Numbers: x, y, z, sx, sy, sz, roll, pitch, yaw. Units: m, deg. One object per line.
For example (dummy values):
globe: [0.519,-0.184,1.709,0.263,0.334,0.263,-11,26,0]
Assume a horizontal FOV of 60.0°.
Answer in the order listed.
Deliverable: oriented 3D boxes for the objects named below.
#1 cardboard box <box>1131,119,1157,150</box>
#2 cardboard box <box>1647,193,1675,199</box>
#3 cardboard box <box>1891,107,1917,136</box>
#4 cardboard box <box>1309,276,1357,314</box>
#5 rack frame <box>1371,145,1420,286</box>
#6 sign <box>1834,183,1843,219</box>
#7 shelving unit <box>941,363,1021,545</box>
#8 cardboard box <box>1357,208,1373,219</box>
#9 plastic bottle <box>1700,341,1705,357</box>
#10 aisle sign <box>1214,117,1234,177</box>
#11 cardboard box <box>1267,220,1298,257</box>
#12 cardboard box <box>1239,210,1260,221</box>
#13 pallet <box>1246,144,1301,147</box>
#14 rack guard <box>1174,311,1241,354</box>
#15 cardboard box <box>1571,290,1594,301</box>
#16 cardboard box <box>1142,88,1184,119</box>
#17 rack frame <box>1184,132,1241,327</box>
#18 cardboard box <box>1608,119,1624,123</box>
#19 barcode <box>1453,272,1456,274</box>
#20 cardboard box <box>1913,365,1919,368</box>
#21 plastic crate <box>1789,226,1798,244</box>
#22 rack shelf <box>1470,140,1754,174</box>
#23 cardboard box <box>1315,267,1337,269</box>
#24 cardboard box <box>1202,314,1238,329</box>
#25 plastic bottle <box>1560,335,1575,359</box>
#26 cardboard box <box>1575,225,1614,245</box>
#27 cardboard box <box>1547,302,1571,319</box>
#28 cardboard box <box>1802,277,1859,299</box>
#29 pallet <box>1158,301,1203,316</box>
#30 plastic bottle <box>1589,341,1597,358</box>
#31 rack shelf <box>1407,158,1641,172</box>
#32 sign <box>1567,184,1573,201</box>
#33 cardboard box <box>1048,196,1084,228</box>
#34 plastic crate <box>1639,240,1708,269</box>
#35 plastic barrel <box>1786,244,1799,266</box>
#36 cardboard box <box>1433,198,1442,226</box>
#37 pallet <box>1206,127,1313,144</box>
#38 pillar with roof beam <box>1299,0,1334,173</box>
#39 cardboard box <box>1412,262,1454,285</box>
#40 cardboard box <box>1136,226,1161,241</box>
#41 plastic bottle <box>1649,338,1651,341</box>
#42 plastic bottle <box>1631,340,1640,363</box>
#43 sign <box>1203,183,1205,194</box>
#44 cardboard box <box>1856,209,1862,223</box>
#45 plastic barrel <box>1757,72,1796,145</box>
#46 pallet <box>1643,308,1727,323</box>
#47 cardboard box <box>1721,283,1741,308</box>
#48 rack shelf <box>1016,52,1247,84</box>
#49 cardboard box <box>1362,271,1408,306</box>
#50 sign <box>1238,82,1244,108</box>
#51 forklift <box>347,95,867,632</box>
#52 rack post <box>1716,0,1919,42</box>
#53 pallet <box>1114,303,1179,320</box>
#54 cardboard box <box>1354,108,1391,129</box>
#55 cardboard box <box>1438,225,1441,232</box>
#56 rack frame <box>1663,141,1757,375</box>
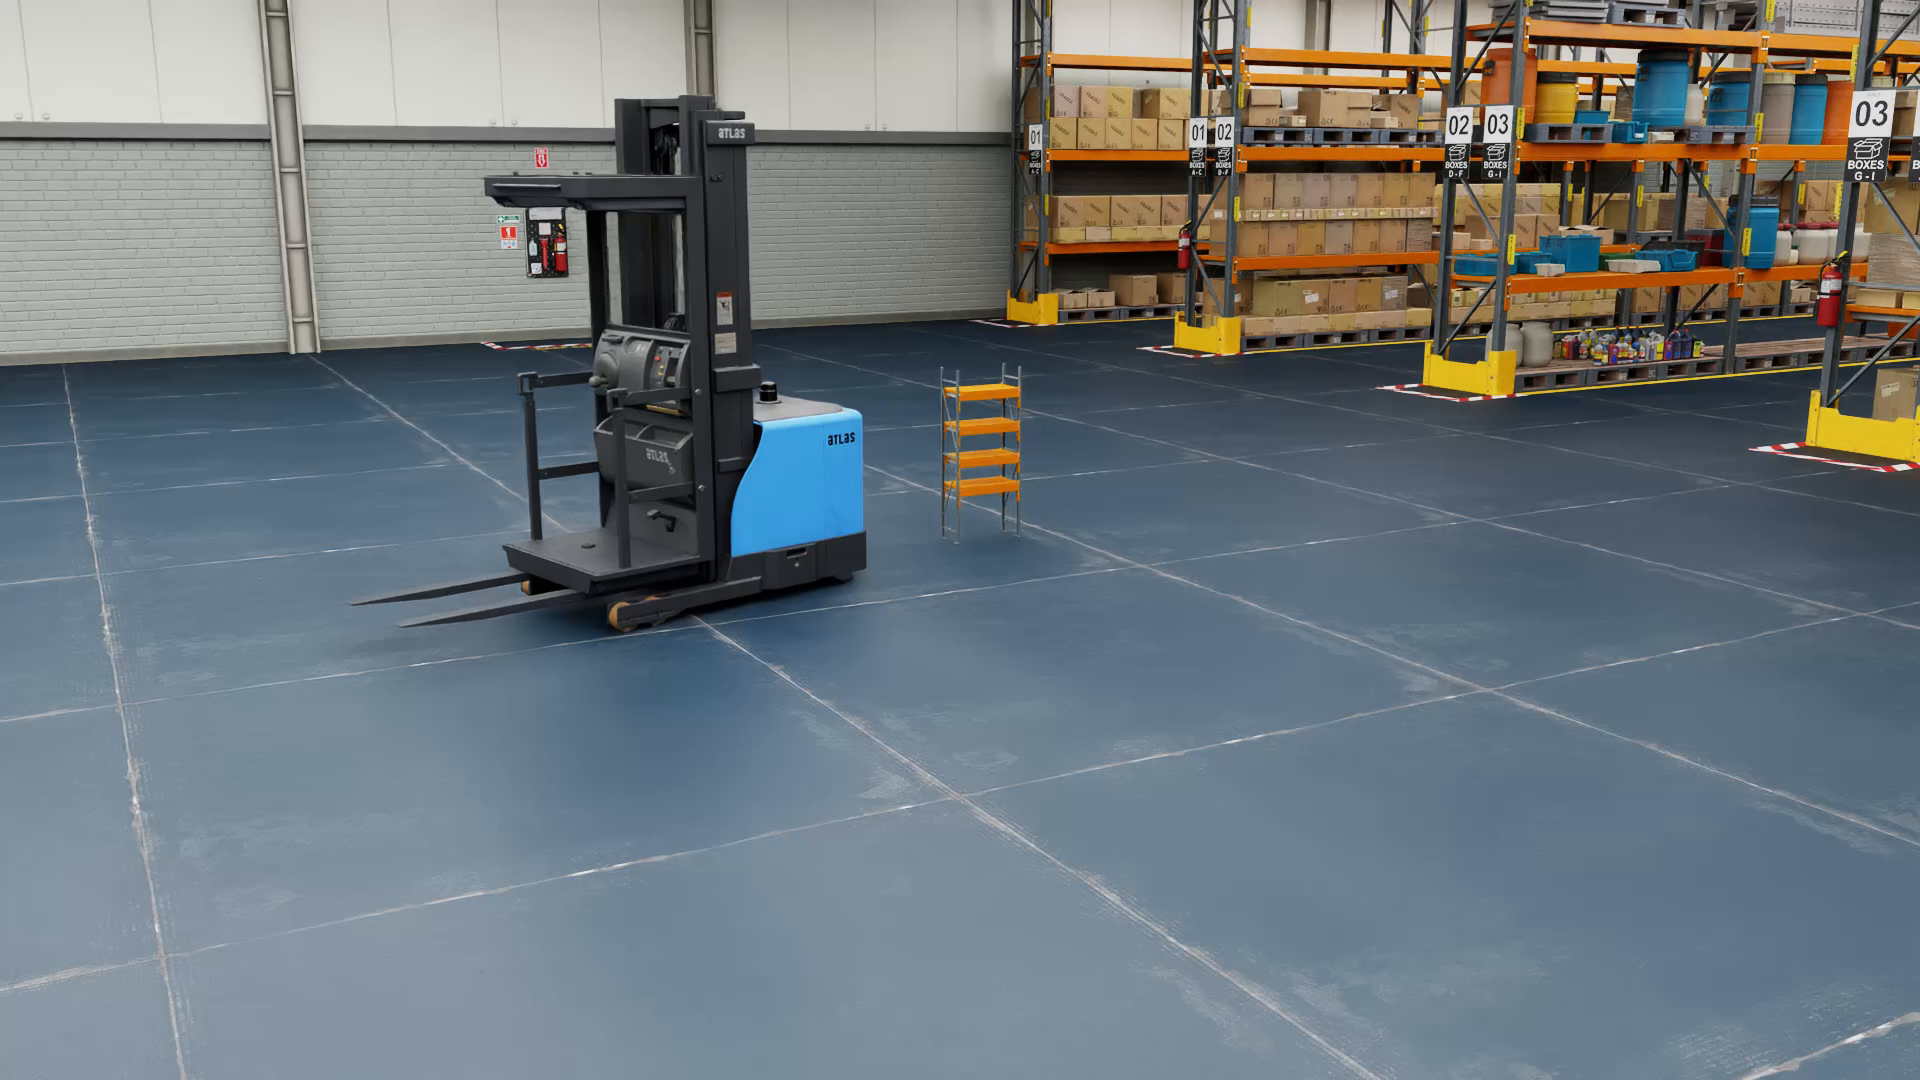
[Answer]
cardboard box: [2.958,-6.795,27.865,0.500,0.500,0.500,-6,14,-24]
cardboard box: [14.110,-6.816,34.380,0.700,0.700,0.980,-7,14,-28]
cardboard box: [8.564,-3.747,14.936,0.500,0.250,0.500,-6,14,-27]
cardboard box: [5.414,-3.566,24.223,0.500,0.500,0.500,-7,14,-28]
rack frame: [8.164,-5.962,31.270,0.127,3.000,1.000,-7,14,-28]
sign: [8.014,-3.085,15.128,0.005,0.325,0.100,-7,14,-28]
shelving unit: [0.145,-0.603,11.555,0.503,1.200,0.258,-7,14,-28]
cardboard box: [5.778,-4.749,24.175,0.250,0.149,0.380,-6,14,-26]
plastic bottle: [9.231,-2.383,20.739,0.097,0.201,0.097,0,13,0]
aisle sign: [3.608,-5.369,22.712,0.004,0.787,0.394,-7,14,-28]
cardboard box: [4.393,-4.318,23.736,0.500,0.500,0.700,-6,14,-26]
cardboard box: [3.966,-4.531,23.207,0.250,0.149,0.380,-7,14,-28]
pallet: [5.246,-6.958,29.289,1.003,0.211,1.213,-7,14,-28]
rack guard: [3.498,-2.944,23.553,0.348,0.500,1.175,-7,14,-28]
cardboard box: [9.746,-3.986,26.520,0.500,0.311,0.500,-7,14,-29]
cardboard box: [3.414,-7.330,27.963,0.500,0.500,0.500,-7,15,-30]
rack frame: [3.519,-4.166,23.290,0.127,3.000,1.000,-7,14,-28]
cardboard box: [10.169,-6.544,26.411,0.500,0.250,0.500,-8,15,-32]
barcode: [7.453,-3.997,25.044,0.075,0.075,0.001,-7,14,-28]
cardboard box: [9.326,-1.374,15.620,0.500,0.500,0.500,-3,13,-13]
plastic crate: [11.346,-3.973,22.286,0.583,0.464,0.402,-7,14,-28]
rack shelf: [7.644,-4.534,19.731,4.000,0.370,1.077,-7,14,-28]
cardboard box: [6.577,-5.134,30.575,0.500,0.250,0.500,-7,14,-28]
cardboard box: [3.848,-3.143,24.050,0.500,0.250,0.500,-7,14,-28]
plastic bottle: [7.525,-2.396,20.626,0.135,0.276,0.152,-7,14,-27]
cardboard box: [10.200,-4.935,26.907,0.500,0.311,0.500,-6,14,-24]
cardboard box: [9.302,-3.662,26.354,0.500,0.250,0.500,-6,14,-27]
cardboard box: [15.698,-4.624,30.008,0.637,0.503,0.797,-7,14,-28]
pallet: [4.080,-4.104,29.362,1.213,0.211,1.003,-7,14,-28]
plastic bottle: [7.887,-2.374,20.697,0.097,0.201,0.097,0,13,0]
rack shelf: [8.785,-5.910,25.845,4.000,0.370,1.077,-7,14,-28]
sign: [11.943,-6.806,32.561,0.005,0.325,0.100,-7,14,-28]
cardboard box: [1.705,-5.415,27.428,0.500,0.500,0.500,-7,14,-28]
plastic crate: [8.879,-3.571,20.788,0.504,0.338,0.767,-7,14,-28]
plastic barrel: [10.635,-3.674,21.419,0.301,0.262,0.301,0,13,0]
cardboard box: [8.713,-6.168,31.232,0.500,0.500,0.500,-6,14,-26]
pallet: [4.152,-5.656,23.279,1.213,0.211,1.003,-7,14,-28]
pillar with roof beam: [8.671,-8.089,27.058,0.400,9.000,9.100,-7,14,-28]
cardboard box: [8.872,-5.170,31.691,0.750,0.750,0.750,-7,14,-29]
cardboard box: [3.066,-5.210,28.223,0.500,0.250,0.500,-7,14,-27]
plastic bottle: [8.821,-2.522,21.355,0.097,0.201,0.097,0,13,0]
plastic bottle: [8.196,-2.294,20.180,0.097,0.271,0.097,0,13,0]
sign: [4.384,-6.213,29.747,0.005,0.325,0.100,-7,14,-28]
cardboard box: [15.518,-5.585,29.368,0.500,0.500,0.500,-7,14,-28]
plastic barrel: [10.316,-5.504,21.262,0.600,0.901,0.600,0,13,0]
pallet: [12.284,-3.846,28.219,1.213,0.211,1.003,-7,14,-28]
cardboard box: [12.878,-4.214,28.192,0.500,0.500,0.500,-7,14,-27]
rack shelf: [2.897,-7.905,27.886,4.000,0.370,1.077,-7,14,-28]
cardboard box: [6.473,-3.828,25.385,0.500,0.500,0.500,-7,14,-28]
sign: [3.779,-5.987,22.378,0.005,0.325,0.100,-7,14,-28]
forklift: [-2.013,-1.044,9.573,3.031,2.935,1.130,-12,17,-42]
rack post: [11.087,-6.880,21.230,3.121,1.000,1.013,-7,14,-28]
pallet: [3.008,-3.974,28.788,1.213,0.211,1.003,-7,14,-28]
cardboard box: [5.987,-6.221,24.517,0.500,0.311,0.500,-8,15,-31]
cardboard box: [9.063,-5.876,31.413,0.250,0.149,0.380,-6,14,-26]
rack frame: [9.400,-3.632,20.917,0.127,3.000,1.000,-7,14,-28]
